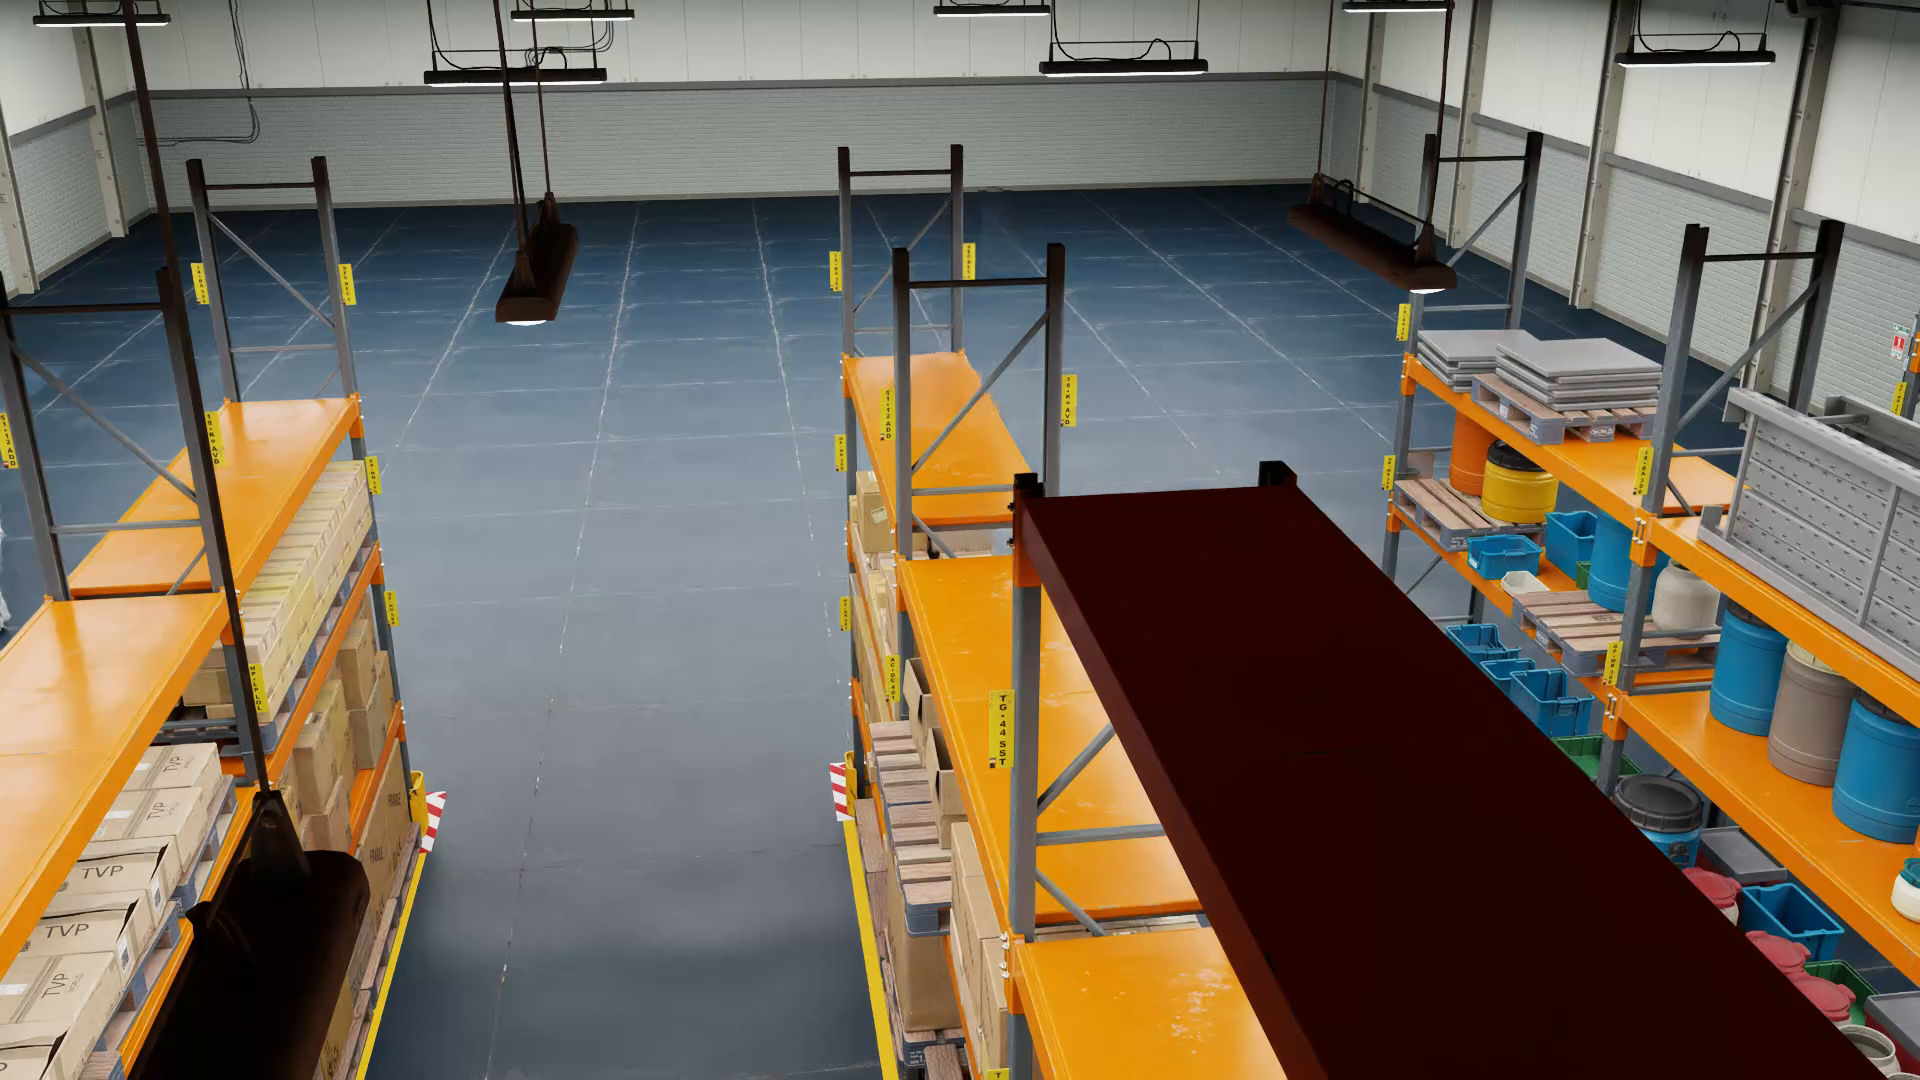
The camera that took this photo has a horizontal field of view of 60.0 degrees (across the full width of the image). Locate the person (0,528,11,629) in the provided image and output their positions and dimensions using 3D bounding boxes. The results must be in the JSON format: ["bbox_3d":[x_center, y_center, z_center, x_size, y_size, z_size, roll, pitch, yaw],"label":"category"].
[{"bbox_3d":[-11.177,0.193,18.872,0.590,1.670,0.616,-19,28,-39],"label":"person"}]
